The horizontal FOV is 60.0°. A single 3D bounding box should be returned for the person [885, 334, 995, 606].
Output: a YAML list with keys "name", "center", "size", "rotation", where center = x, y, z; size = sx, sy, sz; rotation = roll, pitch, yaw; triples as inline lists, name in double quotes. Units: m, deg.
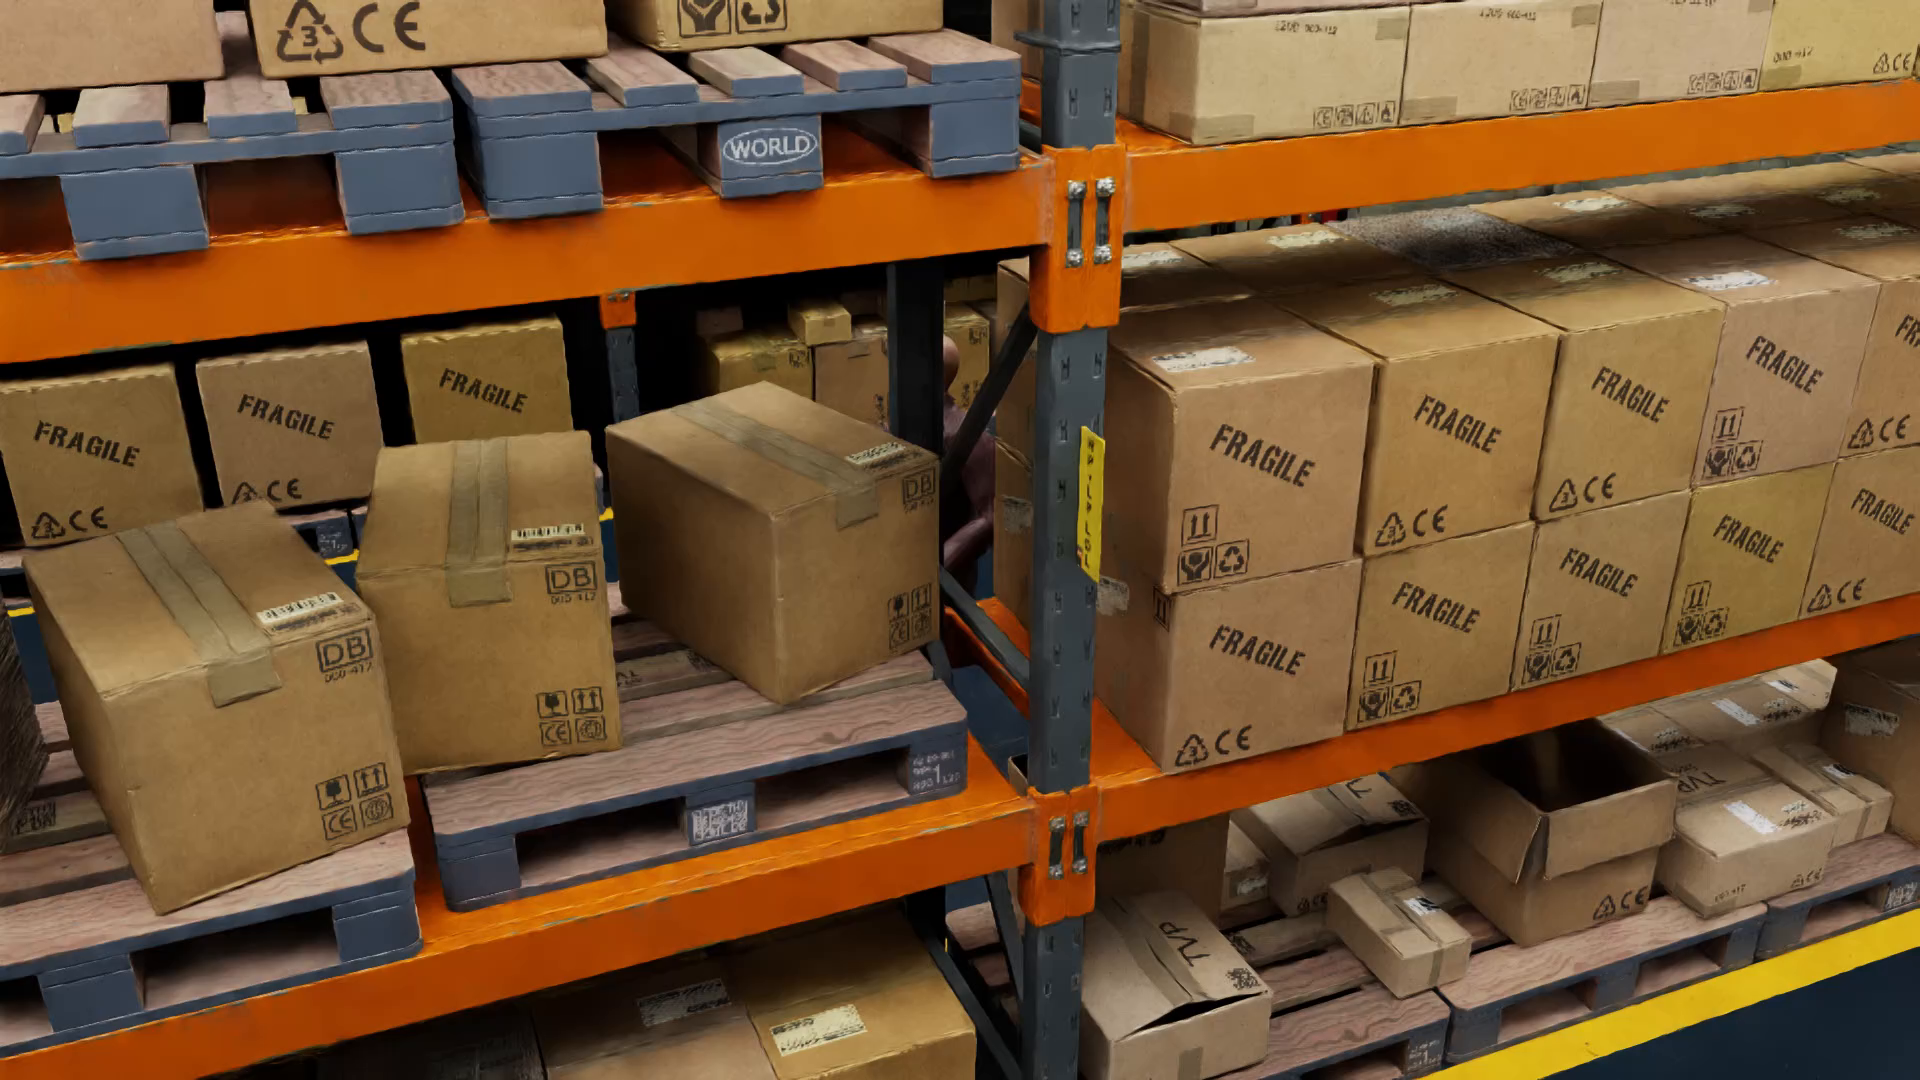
- name: "person"
  center: [-0.154, 0.119, 5.918]
  size: [0.517, 1.747, 0.785]
  rotation: [-19, 31, -34]
